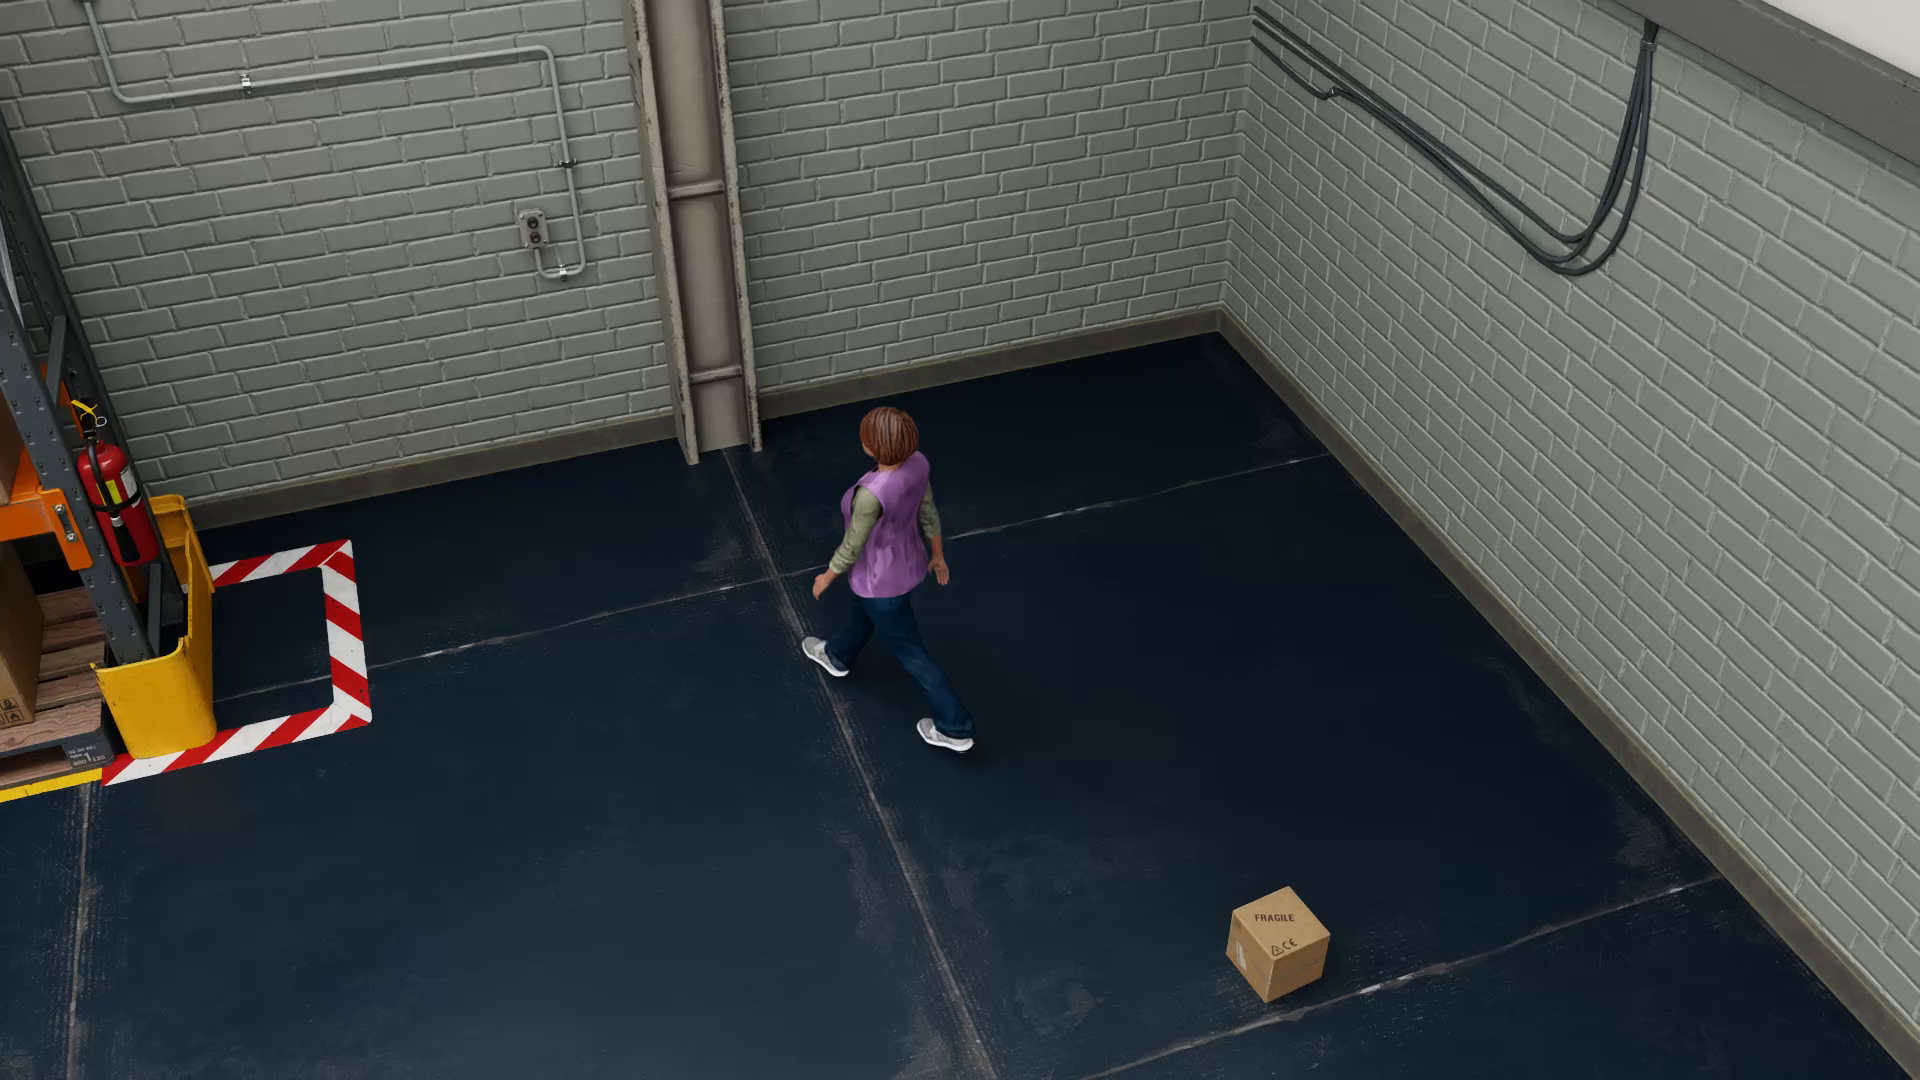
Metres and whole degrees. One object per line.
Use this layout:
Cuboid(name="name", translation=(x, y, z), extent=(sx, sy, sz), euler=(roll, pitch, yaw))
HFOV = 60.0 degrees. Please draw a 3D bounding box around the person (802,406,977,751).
Cuboid(name="person", translation=(-0.333, 0.105, 6.638), extent=(0.984, 1.527, 0.449), euler=(19, 42, 22))
